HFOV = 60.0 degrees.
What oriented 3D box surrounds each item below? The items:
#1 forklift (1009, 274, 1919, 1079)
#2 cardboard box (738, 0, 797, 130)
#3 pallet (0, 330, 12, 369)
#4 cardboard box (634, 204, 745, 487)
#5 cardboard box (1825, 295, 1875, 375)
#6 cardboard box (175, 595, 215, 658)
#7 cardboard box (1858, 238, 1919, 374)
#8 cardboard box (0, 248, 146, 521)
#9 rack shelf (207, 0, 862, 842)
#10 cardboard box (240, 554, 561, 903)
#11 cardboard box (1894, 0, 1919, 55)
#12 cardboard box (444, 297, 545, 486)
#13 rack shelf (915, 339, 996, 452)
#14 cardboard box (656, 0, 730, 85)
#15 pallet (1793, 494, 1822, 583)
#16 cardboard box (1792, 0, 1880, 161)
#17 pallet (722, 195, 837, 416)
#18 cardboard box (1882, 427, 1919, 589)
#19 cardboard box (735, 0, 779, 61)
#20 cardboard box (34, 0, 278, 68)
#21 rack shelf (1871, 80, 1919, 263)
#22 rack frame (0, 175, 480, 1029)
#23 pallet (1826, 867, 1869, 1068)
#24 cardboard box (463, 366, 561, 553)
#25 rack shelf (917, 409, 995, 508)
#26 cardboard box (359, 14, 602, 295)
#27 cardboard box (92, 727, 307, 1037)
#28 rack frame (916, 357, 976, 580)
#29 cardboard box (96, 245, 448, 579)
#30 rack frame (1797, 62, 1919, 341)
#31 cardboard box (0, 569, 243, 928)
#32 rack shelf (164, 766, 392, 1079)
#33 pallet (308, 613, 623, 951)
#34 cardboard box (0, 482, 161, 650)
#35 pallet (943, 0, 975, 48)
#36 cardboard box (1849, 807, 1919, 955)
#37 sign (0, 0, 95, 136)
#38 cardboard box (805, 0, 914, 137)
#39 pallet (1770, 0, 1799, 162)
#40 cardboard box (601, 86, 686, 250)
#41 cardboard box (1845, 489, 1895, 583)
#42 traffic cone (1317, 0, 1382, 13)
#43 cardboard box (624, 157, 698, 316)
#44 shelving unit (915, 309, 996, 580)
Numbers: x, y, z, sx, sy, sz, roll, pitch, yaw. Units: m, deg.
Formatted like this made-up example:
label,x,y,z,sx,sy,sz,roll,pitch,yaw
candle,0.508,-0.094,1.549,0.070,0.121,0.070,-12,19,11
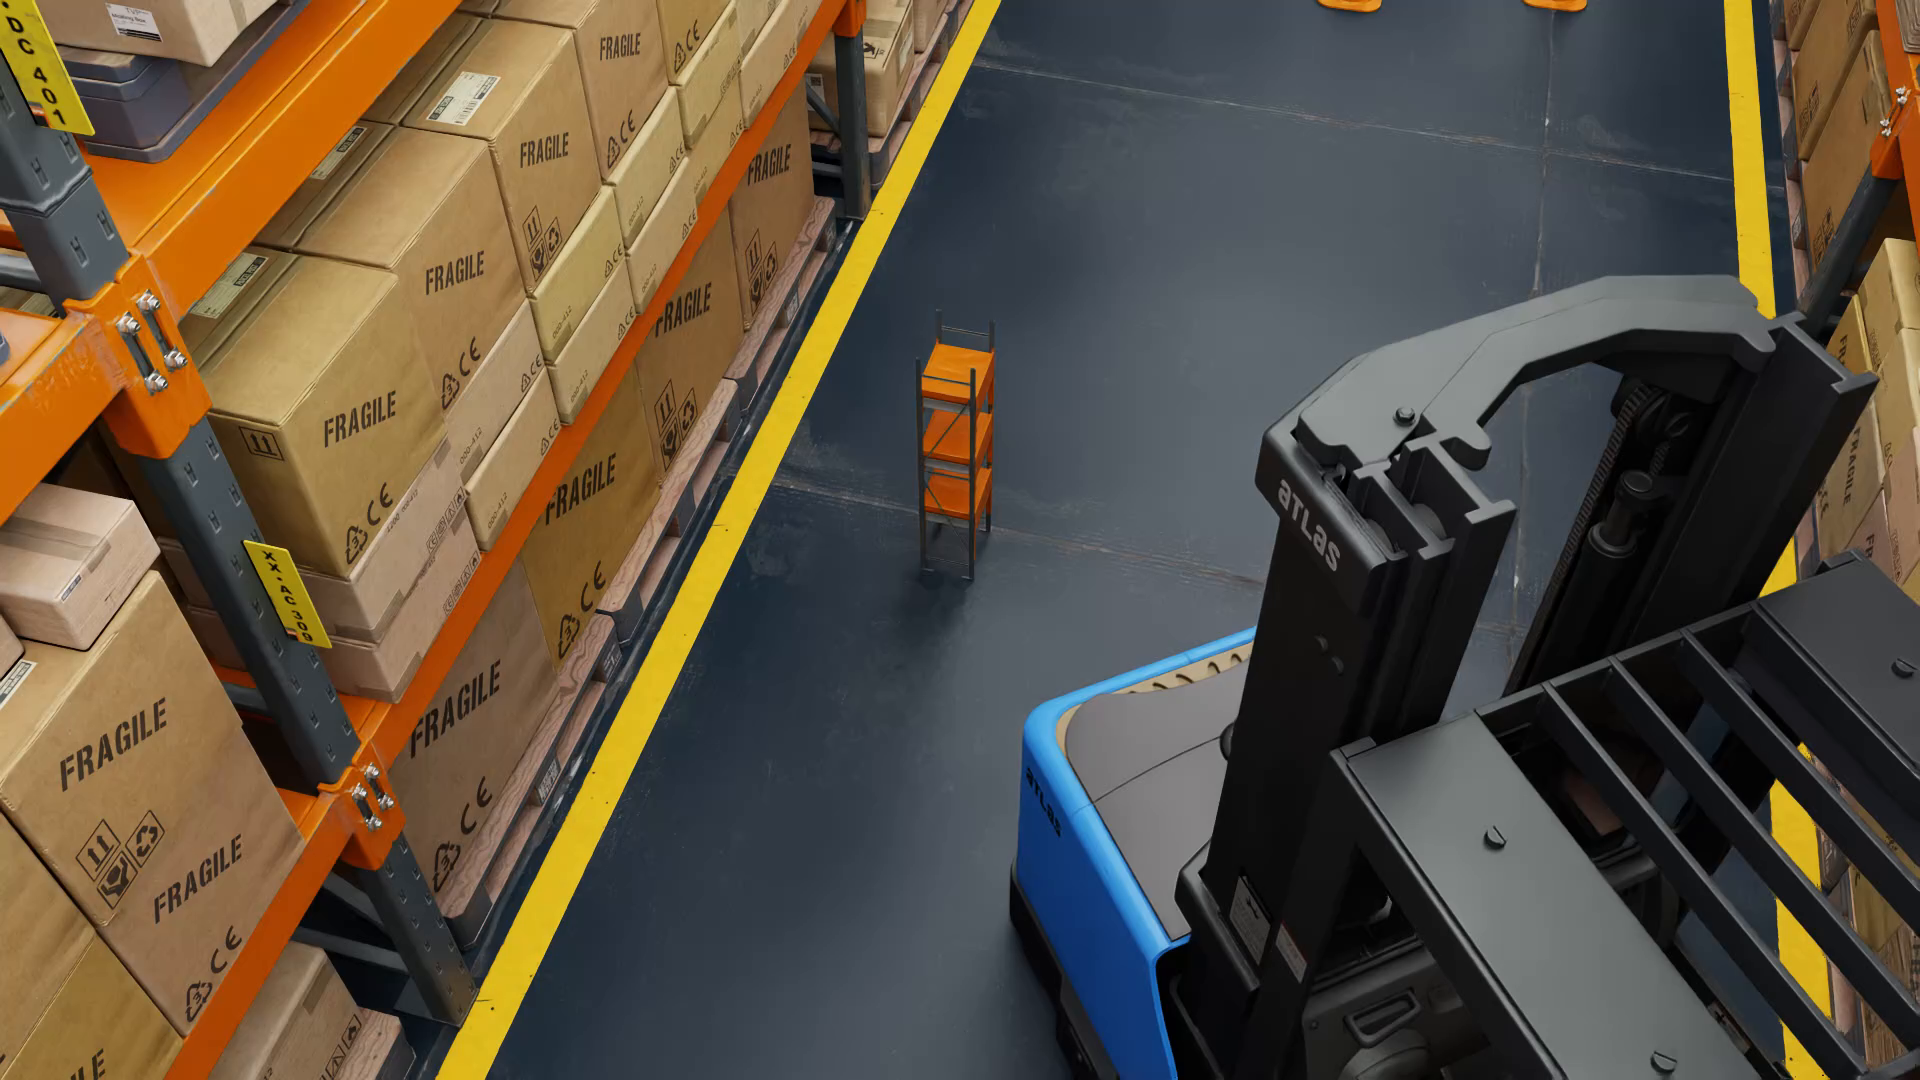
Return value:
label,x,y,z,sx,sy,sz,roll,pitch,yaw
forklift,1.203,1.063,3.357,1.130,2.935,3.031,-18,51,-15
cardboard box,-0.903,-1.731,5.877,0.500,0.250,0.500,12,50,11
pallet,-2.179,-0.051,2.352,1.003,0.211,1.213,12,50,10
cardboard box,-1.402,-0.879,6.162,0.875,0.875,0.875,12,50,10
cardboard box,3.469,-0.517,6.093,0.500,0.500,0.500,10,49,8
cardboard box,-2.079,-0.002,4.351,0.500,0.250,0.500,10,49,9
cardboard box,3.486,-0.776,5.821,0.500,0.250,0.500,10,49,8
cardboard box,-2.079,-0.414,3.881,0.500,0.500,0.500,13,50,11
rack shelf,-1.428,-0.886,5.511,1.077,0.370,4.000,12,50,10
cardboard box,-1.868,0.423,5.013,0.875,0.875,0.875,13,50,11
cardboard box,3.760,-2.078,6.017,0.500,0.500,0.500,12,50,10
cardboard box,-1.456,-0.438,4.403,0.500,0.250,0.500,12,50,11
rack shelf,-0.014,-0.489,5.617,0.215,0.259,0.240,12,50,10
cardboard box,-1.049,-1.778,5.085,0.500,0.500,0.500,12,50,10
pallet,3.694,-0.179,6.267,1.003,0.211,1.213,12,50,10
cardboard box,4.375,-2.117,7.338,1.050,0.750,0.750,12,50,11
pallet,-1.181,-1.092,7.073,1.003,0.211,1.213,12,50,10
cardboard box,3.210,-0.053,5.183,0.500,0.250,0.500,12,50,10
cardboard box,-0.915,-1.914,5.705,0.500,0.250,0.500,10,49,9
cardboard box,-1.485,-1.057,2.991,0.396,0.266,0.258,11,50,10
rack shelf,3.375,0.018,4.713,1.077,0.370,4.000,12,50,10
rack frame,-1.954,0.323,3.964,1.000,3.000,0.127,12,50,10
pallet,3.052,1.586,4.709,1.003,0.211,1.213,12,50,10
cardboard box,-1.449,-0.268,4.586,0.500,0.250,0.500,10,49,9
rack shelf,-0.014,-0.302,5.830,0.215,0.259,0.240,12,50,10
cardboard box,-1.319,-1.038,4.432,0.500,0.500,0.500,10,49,9
cardboard box,-1.829,0.676,3.586,0.500,0.500,0.500,12,50,10
rack frame,-0.046,-0.220,5.744,0.200,1.050,0.008,12,50,10
cardboard box,-1.561,-0.303,3.783,0.500,0.500,0.500,12,50,10
rack frame,3.901,-1.667,5.720,1.000,3.000,0.127,12,50,10
cardboard box,-1.812,0.355,3.203,0.500,0.500,0.500,11,50,10
rack shelf,-2.480,2.008,2.957,1.077,0.370,4.000,12,50,10
pallet,-1.824,0.673,5.516,1.003,0.211,1.213,12,50,10
cardboard box,-1.728,0.030,3.057,0.380,0.149,0.250,11,49,9
pallet,-0.371,-3.092,8.838,1.003,0.211,1.213,12,50,10
cardboard box,2.935,0.959,4.790,0.500,0.500,0.500,11,49,9
sign,-1.418,-0.758,2.520,0.100,0.325,0.005,12,50,10
cardboard box,-0.743,-2.246,7.705,0.950,0.372,0.625,9,49,7
pallet,4.504,-2.179,8.032,1.003,0.211,1.213,12,50,10
cardboard box,-1.166,-1.164,5.043,0.500,0.250,0.500,10,49,9
cardboard box,3.209,0.219,5.443,0.500,0.500,0.500,10,49,9
traffic cone,2.064,-3.044,8.628,0.336,0.463,0.334,12,50,10
cardboard box,-1.158,-0.996,5.228,0.500,0.250,0.500,11,49,9
shelving unit,-0.014,-0.309,5.822,0.215,1.050,0.252,12,50,10
